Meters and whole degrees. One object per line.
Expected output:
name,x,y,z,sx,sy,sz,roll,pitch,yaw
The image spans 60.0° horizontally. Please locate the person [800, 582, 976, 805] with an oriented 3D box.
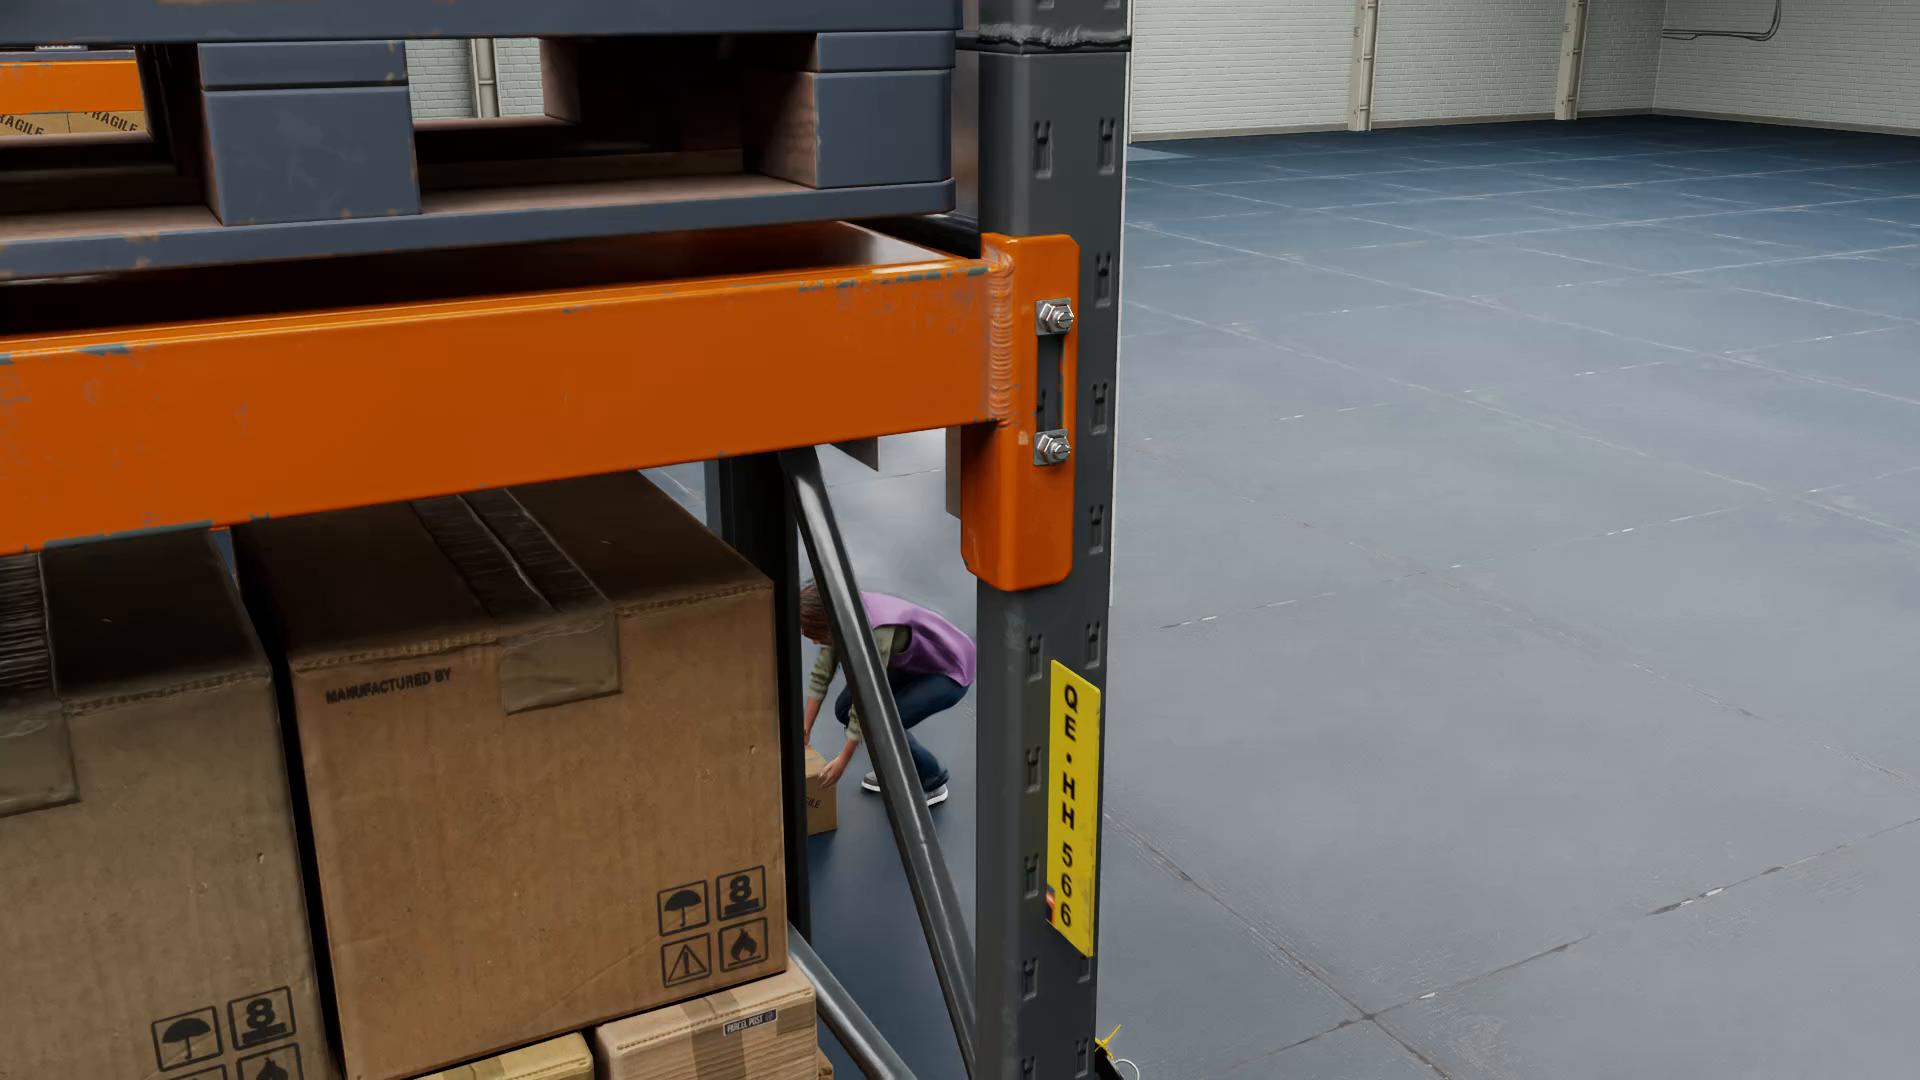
person,-0.278,0.584,6.372,0.780,0.948,0.453,-10,21,-27
